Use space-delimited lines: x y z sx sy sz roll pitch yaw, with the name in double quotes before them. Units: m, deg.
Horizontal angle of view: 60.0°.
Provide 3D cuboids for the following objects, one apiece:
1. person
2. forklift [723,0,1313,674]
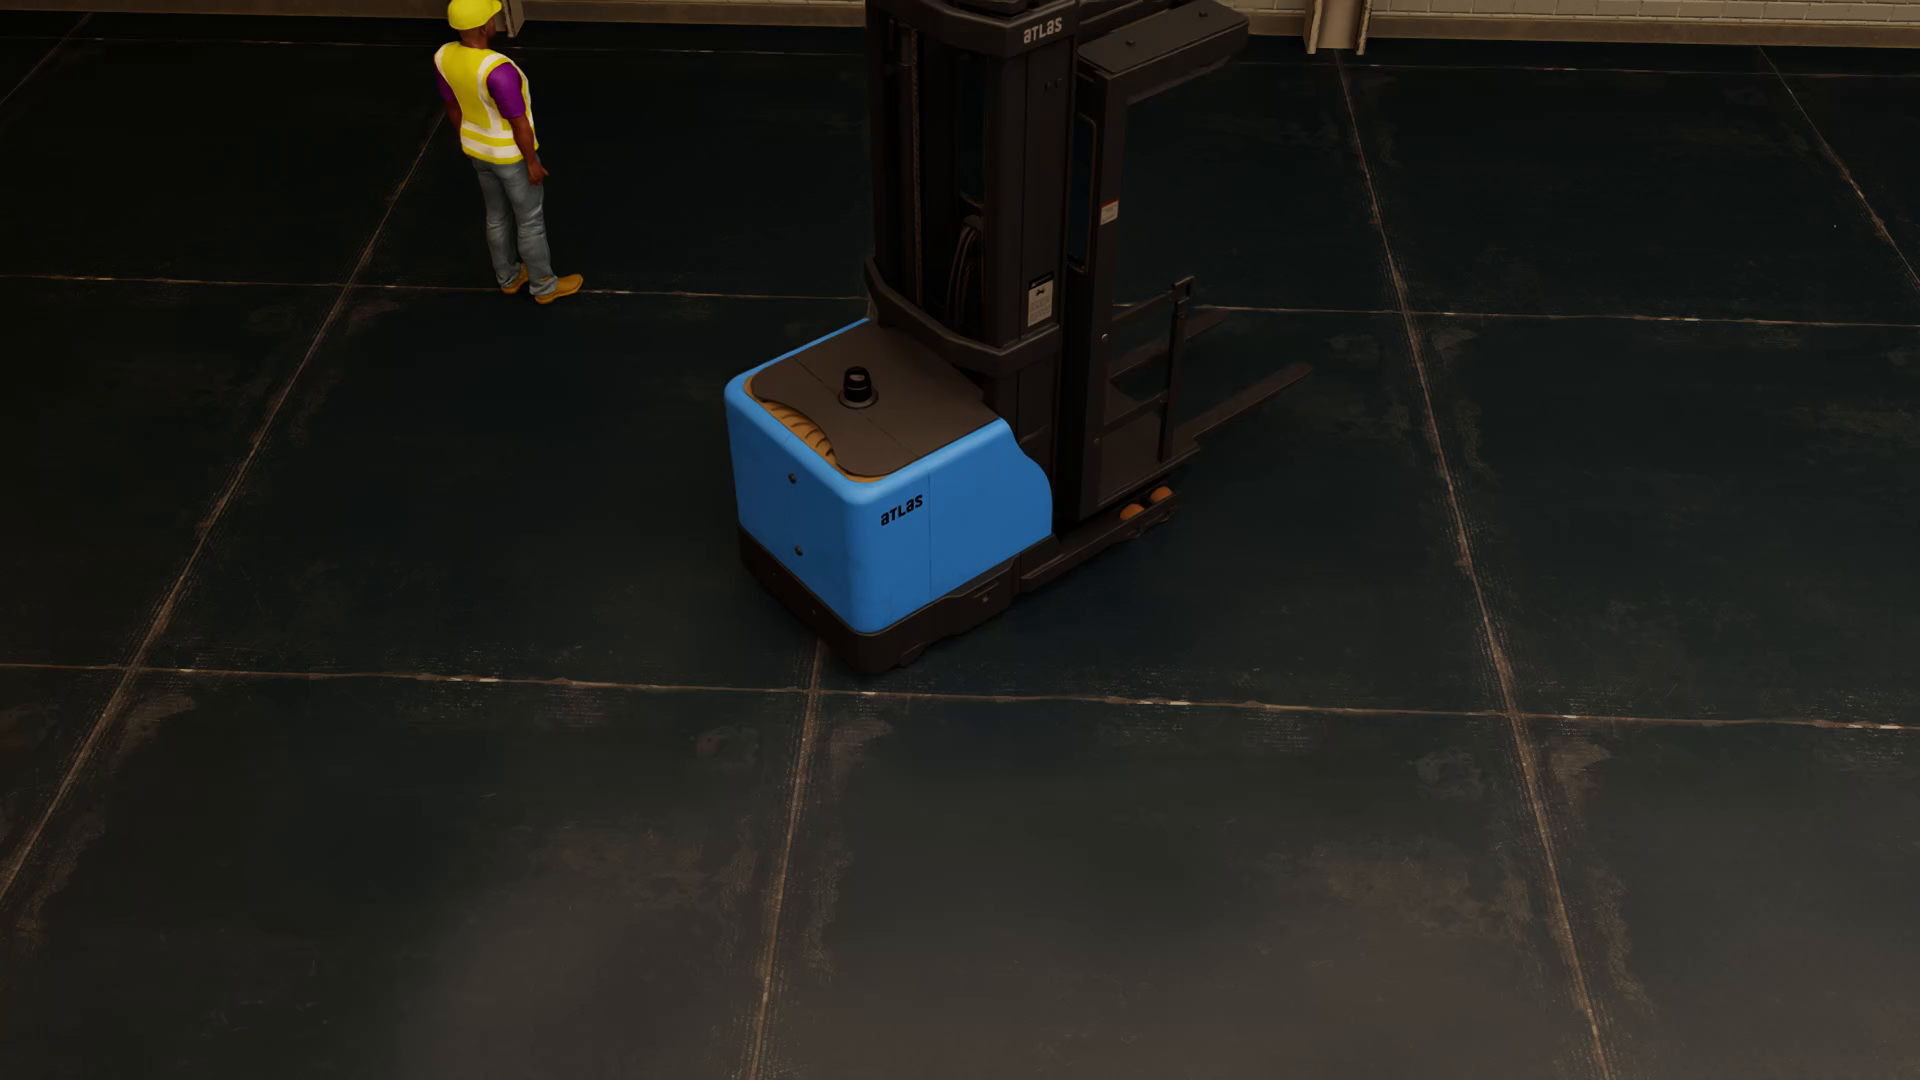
"person" -2.441 -2.095 8.901 0.553 1.771 0.378 22 47 23
"forklift" 0.438 -1.339 7.209 3.031 2.935 1.130 -29 50 -28
